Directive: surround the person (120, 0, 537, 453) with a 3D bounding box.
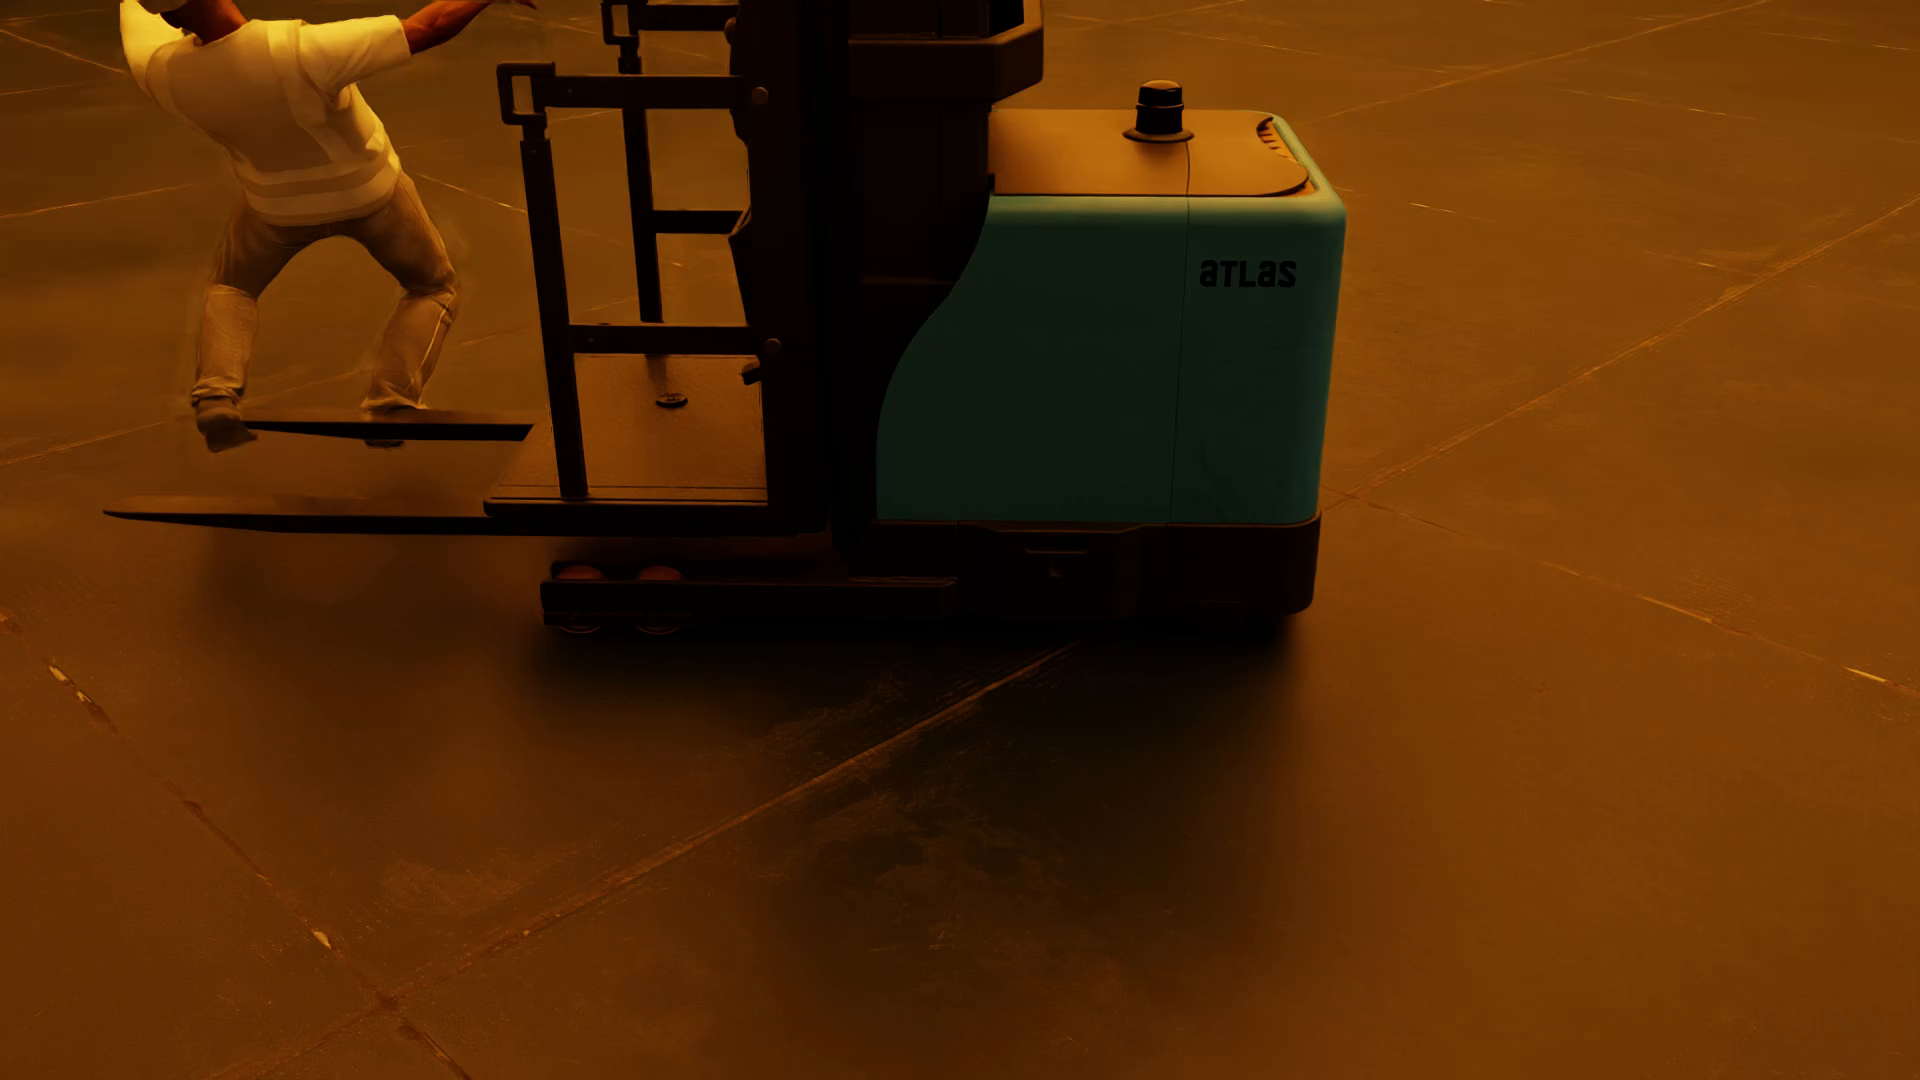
[{"bbox_3d":[-1.658,-1.007,4.579,1.100,1.576,0.710,-4,26,-8],"label":"person"}]

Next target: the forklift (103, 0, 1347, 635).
[{"bbox_3d":[-0.636,-1.315,3.896,3.031,2.935,1.130,1,26,1],"label":"forklift"}]
